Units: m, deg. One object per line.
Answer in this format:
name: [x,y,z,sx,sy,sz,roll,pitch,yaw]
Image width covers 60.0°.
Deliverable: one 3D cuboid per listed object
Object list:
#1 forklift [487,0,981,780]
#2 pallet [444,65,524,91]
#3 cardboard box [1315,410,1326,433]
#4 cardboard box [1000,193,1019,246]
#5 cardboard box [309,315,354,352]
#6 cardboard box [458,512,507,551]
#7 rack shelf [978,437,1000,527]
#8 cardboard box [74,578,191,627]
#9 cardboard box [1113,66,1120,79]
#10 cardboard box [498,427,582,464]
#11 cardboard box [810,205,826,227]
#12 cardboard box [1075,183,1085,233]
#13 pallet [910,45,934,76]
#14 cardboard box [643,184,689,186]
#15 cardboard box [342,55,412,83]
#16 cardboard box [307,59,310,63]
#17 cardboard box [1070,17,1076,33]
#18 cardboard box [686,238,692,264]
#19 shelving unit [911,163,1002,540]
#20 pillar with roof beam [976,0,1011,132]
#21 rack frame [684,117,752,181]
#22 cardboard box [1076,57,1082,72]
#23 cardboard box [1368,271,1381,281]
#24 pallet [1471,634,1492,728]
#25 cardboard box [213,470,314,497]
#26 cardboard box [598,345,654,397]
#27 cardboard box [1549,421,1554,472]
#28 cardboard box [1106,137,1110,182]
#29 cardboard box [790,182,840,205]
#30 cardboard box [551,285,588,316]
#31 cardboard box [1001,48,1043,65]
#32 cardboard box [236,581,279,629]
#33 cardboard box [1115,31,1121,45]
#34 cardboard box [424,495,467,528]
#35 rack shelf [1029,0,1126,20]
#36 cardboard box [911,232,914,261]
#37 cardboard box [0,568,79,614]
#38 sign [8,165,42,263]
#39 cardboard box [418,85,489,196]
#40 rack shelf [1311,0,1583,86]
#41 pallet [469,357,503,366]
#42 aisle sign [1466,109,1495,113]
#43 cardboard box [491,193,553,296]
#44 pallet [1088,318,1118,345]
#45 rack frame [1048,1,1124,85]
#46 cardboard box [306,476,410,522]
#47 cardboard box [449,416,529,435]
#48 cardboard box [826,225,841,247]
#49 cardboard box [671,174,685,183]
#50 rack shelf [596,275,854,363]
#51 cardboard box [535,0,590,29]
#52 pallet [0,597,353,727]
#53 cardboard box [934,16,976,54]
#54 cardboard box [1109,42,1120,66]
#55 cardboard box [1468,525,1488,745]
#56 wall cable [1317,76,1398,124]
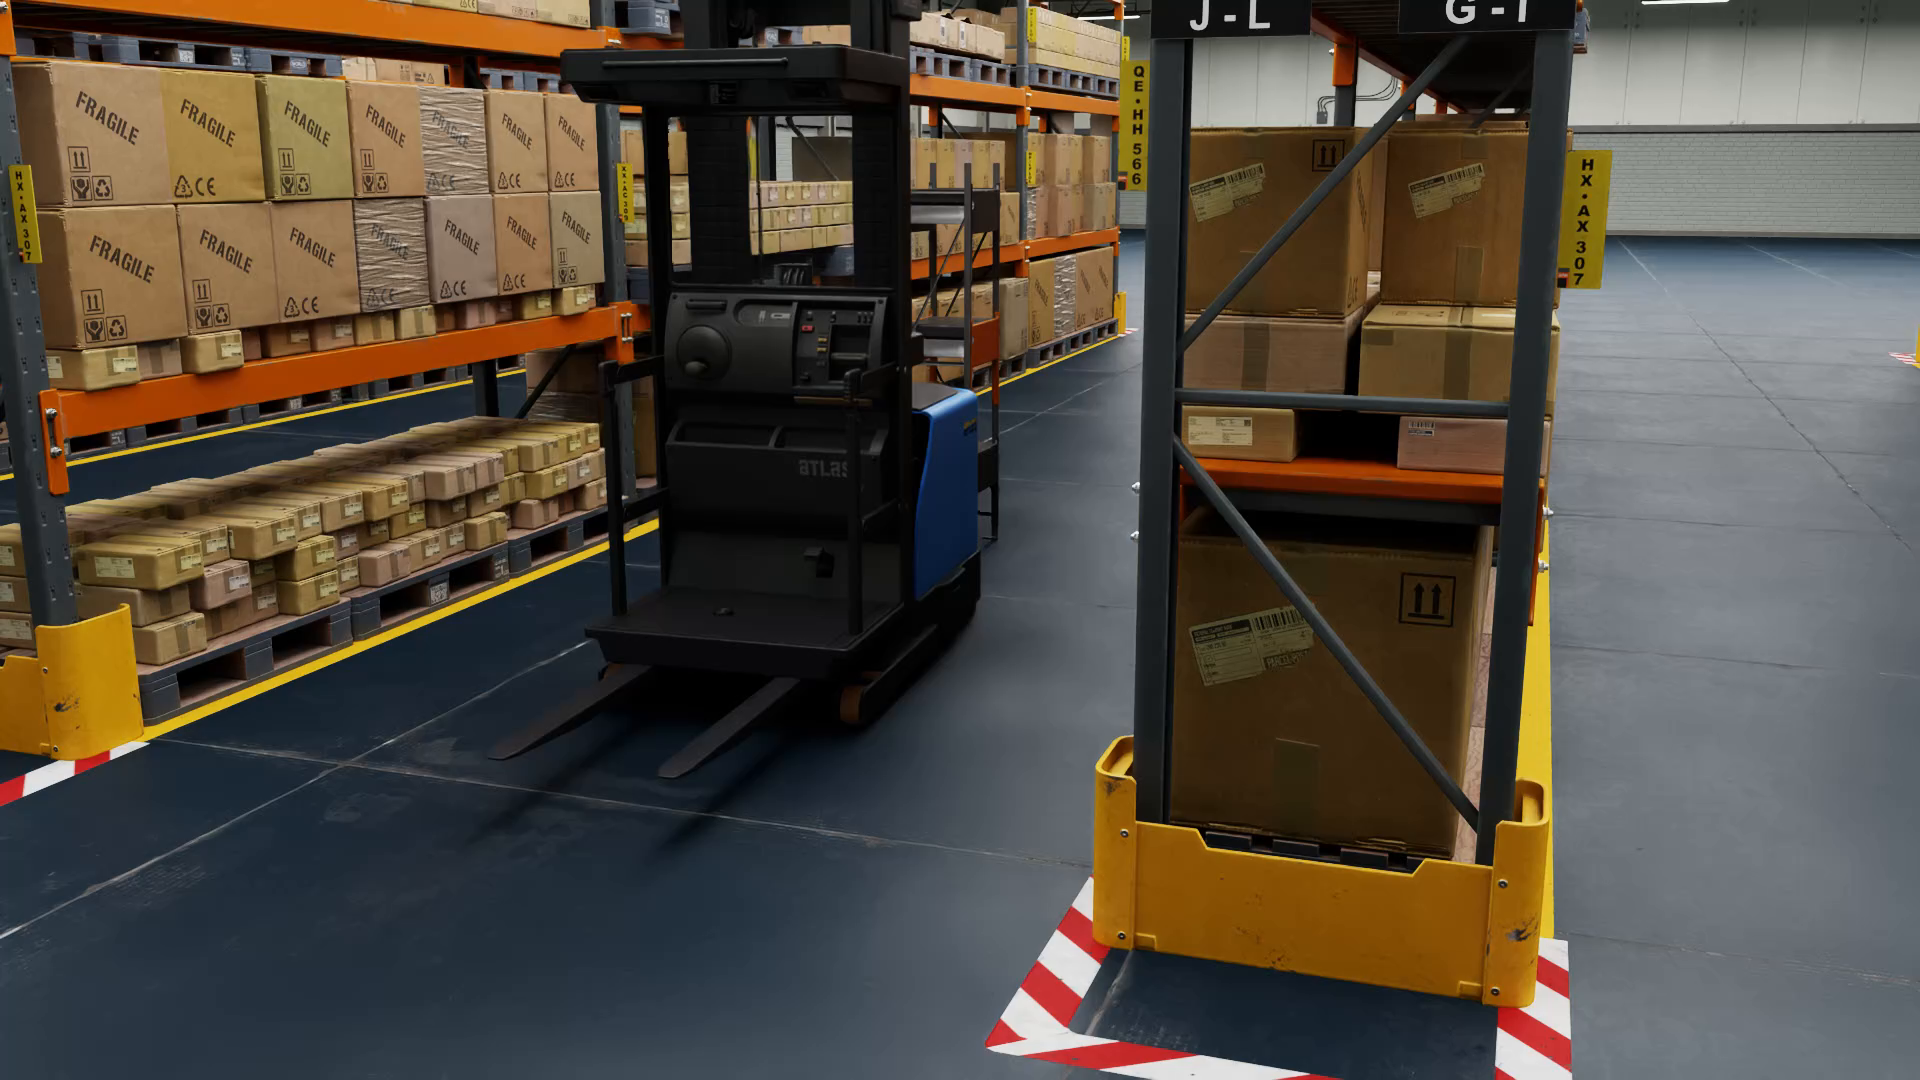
forklift: [-0.798,-0.778,6.454,1.129,2.867,3.031,4,13,16]
pallet: [-5.159,-4.615,16.649,1.213,0.211,1.003,4,14,18]
cardboard box: [0.937,-0.429,5.193,0.380,0.149,0.250,4,14,19]
cardboard box: [0.275,-3.170,16.410,0.500,0.500,0.500,4,14,18]
cardboard box: [-2.924,-0.925,7.363,0.380,0.149,0.250,4,13,17]
cardboard box: [-2.537,-0.056,8.454,0.380,0.149,0.250,4,14,18]
rack shelf: [-0.054,-0.293,9.260,0.431,0.518,0.480,4,14,18]
cardboard box: [-3.280,0.225,6.557,0.380,0.149,0.250,5,14,21]
cardboard box: [1.698,-5.591,19.900,0.380,0.149,0.250,4,14,18]
cardboard box: [-2.312,-0.520,9.153,0.380,0.149,0.250,5,14,19]
cardboard box: [-1.164,-2.282,11.696,0.380,0.149,0.250,4,14,18]
cardboard box: [0.950,-3.858,19.313,0.875,0.550,0.550,4,14,18]
pallet: [-0.945,-3.918,13.595,1.213,0.211,1.003,5,14,21]
cardboard box: [-2.030,-2.311,11.156,0.380,0.149,0.250,4,13,16]
cardboard box: [-5.504,-4.453,15.292,0.700,0.500,0.500,4,14,18]
cardboard box: [-8.494,-6.111,21.378,0.797,0.503,0.637,5,14,20]
cardboard box: [1.041,-5.553,17.938,0.380,0.149,0.250,4,14,18]
cardboard box: [-1.751,-1.757,10.064,0.380,0.149,0.250,5,14,19]
shelving unit: [-0.054,-0.989,9.102,0.431,2.100,0.503,4,14,18]
pillar with roof beam: [4.773,-13.634,48.999,9.100,9.000,0.548,4,14,18]
rack frame: [-3.232,-4.428,22.145,1.000,3.000,0.127,4,14,18]
cardboard box: [1.122,-5.216,18.255,0.380,0.149,0.250,5,14,19]
cardboard box: [1.368,-0.862,6.193,0.500,0.250,0.500,4,14,19]
pallet: [1.550,0.584,6.454,1.003,0.211,1.213,4,14,18]
cardboard box: [-3.293,-0.229,7.875,0.380,0.149,0.250,4,13,17]
cardboard box: [-1.909,-1.054,10.354,0.500,0.250,0.500,4,13,16]
cardboard box: [2.739,-0.681,9.560,1.225,0.875,0.875,4,13,16]
cardboard box: [1.328,-4.617,20.210,0.875,0.550,0.550,4,14,18]
cardboard box: [-1.079,-2.480,11.895,0.380,0.149,0.250,5,14,20]
cardboard box: [-2.249,-1.304,9.026,0.380,0.149,0.250,4,13,17]
cardboard box: [0.630,-4.896,16.852,0.380,0.149,0.250,4,13,17]
cardboard box: [-3.139,0.260,7.069,0.380,0.149,0.250,5,14,19]
cardboard box: [1.697,-5.979,19.807,0.380,0.149,0.250,4,14,19]
cardboard box: [-2.688,-0.165,8.265,0.380,0.149,0.250,4,13,16]
rack shelf: [0.838,-6.050,18.289,1.077,0.370,4.000,4,14,18]
cardboard box: [-0.703,-2.532,13.615,0.500,0.500,0.500,5,14,19]
cardboard box: [-3.791,0.185,6.732,0.380,0.149,0.250,4,13,17]
sign: [-3.179,-1.107,5.650,0.100,0.325,0.005,4,14,18]
cardboard box: [-2.635,-1.913,7.987,0.500,0.500,0.500,5,14,20]
rack shelf: [1.616,-1.878,5.851,1.077,0.370,4.000,4,14,18]
pallet: [-4.776,-2.062,18.047,1.003,0.211,1.213,4,14,18]
aisle sign: [5.882,-5.016,18.882,0.394,0.787,0.004,4,14,18]
cardboard box: [-2.456,-1.528,8.549,0.500,0.500,0.500,4,13,17]
pallet: [1.300,-2.559,20.225,1.003,0.211,1.213,4,14,18]
rack frame: [1.485,-7.017,20.010,1.000,3.000,0.127,4,14,18]
cardboard box: [-2.794,-0.193,7.718,0.380,0.149,0.250,5,14,19]
cardboard box: [-2.705,-0.613,9.559,0.380,0.149,0.250,5,14,21]
cardboard box: [-1.077,-2.195,11.984,0.380,0.149,0.250,4,14,18]
cardboard box: [-3.660,-4.172,20.131,0.500,0.500,0.500,5,14,19]
rack shelf: [-1.751,-1.636,11.532,1.077,0.370,4.000,4,14,18]
cardboard box: [-2.301,-2.832,8.752,0.500,0.250,0.500,5,14,20]
pallet: [-3.371,0.451,7.036,1.003,0.211,1.213,4,14,18]
cardboard box: [-0.168,-4.538,14.919,0.500,0.311,0.500,4,13,16]
cardboard box: [1.591,-5.757,19.729,0.500,0.250,0.500,5,14,19]
cardboard box: [1.394,0.154,5.904,0.875,0.875,0.875,4,14,18]
wall cable: [11.881,-15.440,49.270,2.305,6.003,0.169,4,14,18]
